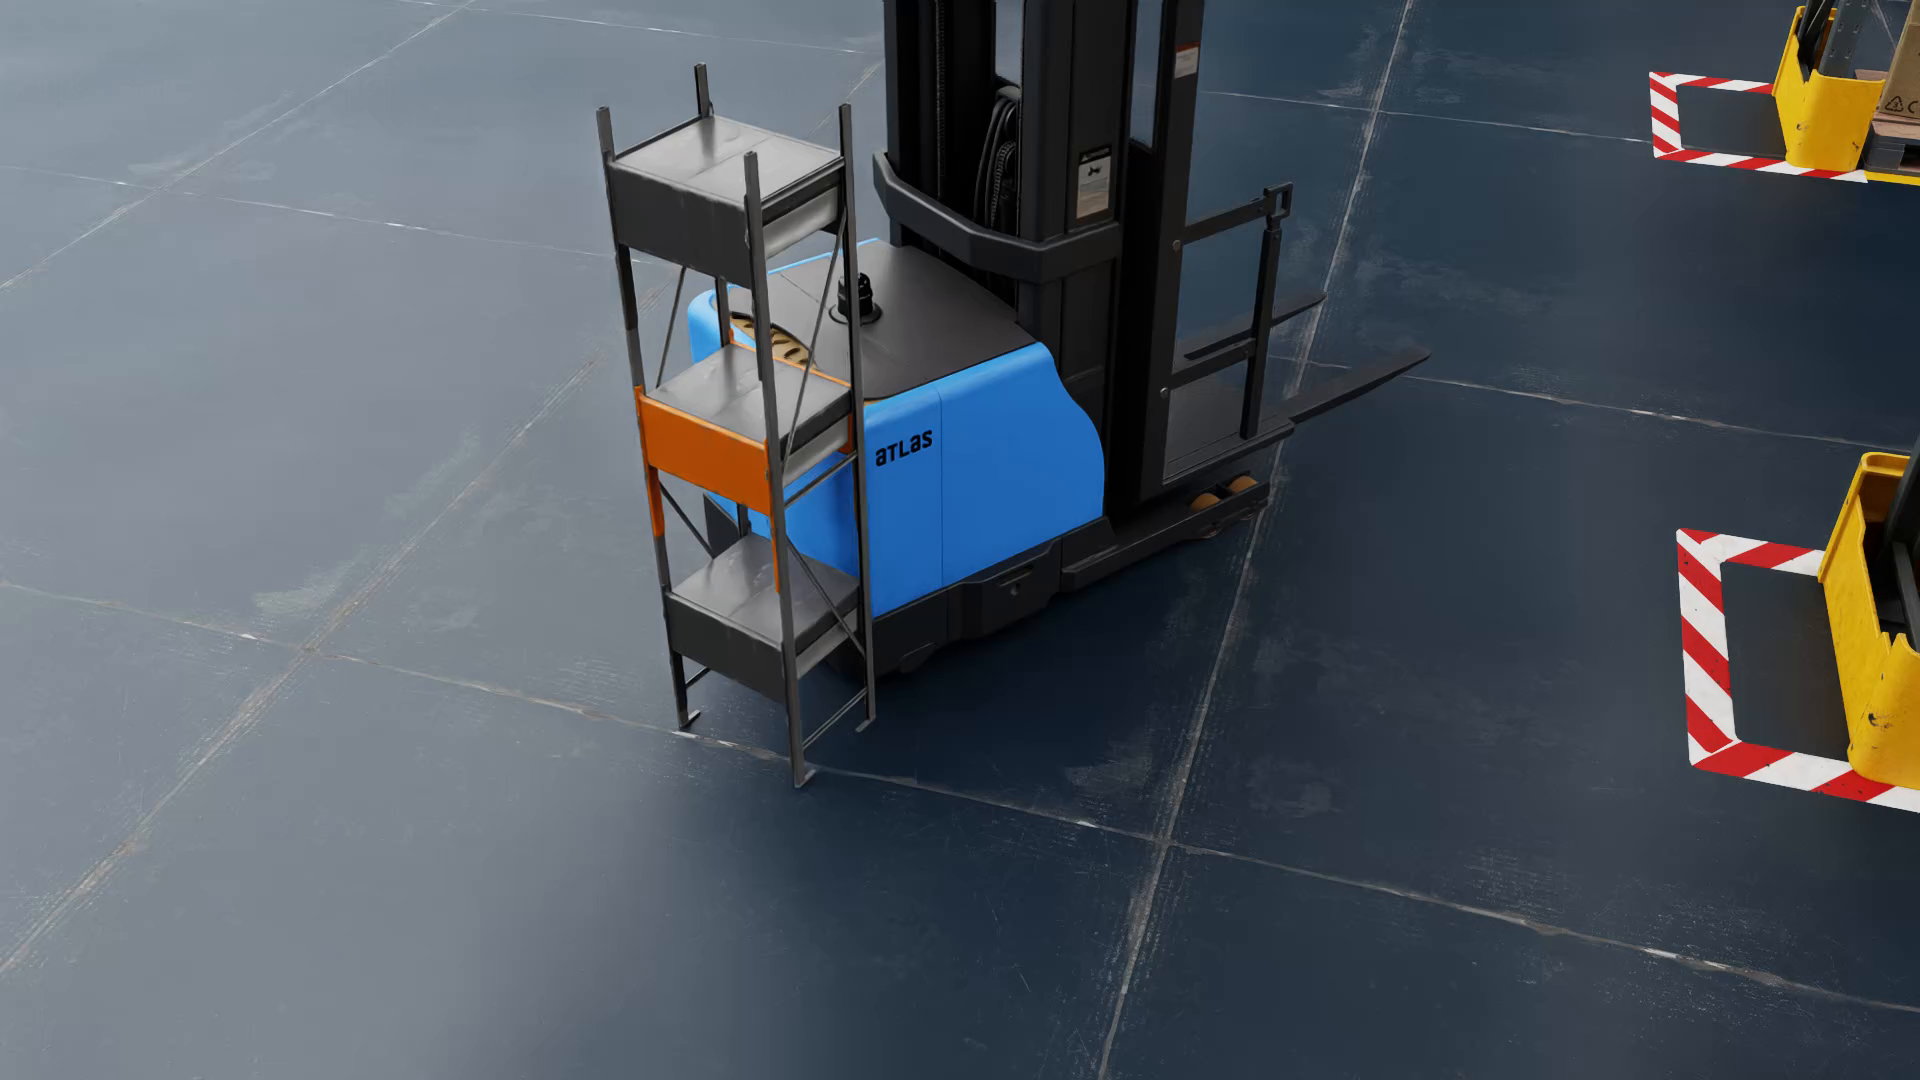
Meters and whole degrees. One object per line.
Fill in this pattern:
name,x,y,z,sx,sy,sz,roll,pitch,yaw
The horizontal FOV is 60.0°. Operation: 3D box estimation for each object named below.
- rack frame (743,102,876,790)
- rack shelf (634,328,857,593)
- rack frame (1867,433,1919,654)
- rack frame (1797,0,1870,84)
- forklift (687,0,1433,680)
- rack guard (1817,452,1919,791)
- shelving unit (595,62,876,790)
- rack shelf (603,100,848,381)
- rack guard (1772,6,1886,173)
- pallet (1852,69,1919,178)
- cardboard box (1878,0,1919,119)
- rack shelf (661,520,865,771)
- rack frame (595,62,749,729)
rack frame,-0.396,-0.166,4.704,0.015,2.100,0.400,22,42,27
rack shelf,-0.596,-0.237,4.824,0.480,0.518,0.431,22,42,27
rack frame,3.170,-0.758,4.749,0.127,3.000,1.000,10,38,14
rack frame,4.746,-3.546,8.538,0.127,3.000,1.000,10,38,14
forklift,0.562,-1.417,5.702,3.031,2.935,1.130,-24,42,-29
rack guard,3.148,0.245,5.496,0.348,0.500,1.175,10,38,14
shelving unit,-0.596,-0.248,4.816,0.503,2.100,0.431,22,42,27
rack shelf,-0.596,-0.801,4.409,0.480,0.518,0.431,22,42,27
rack guard,4.818,-2.526,9.260,0.348,0.500,1.175,10,38,14
pallet,5.583,-2.246,9.124,1.213,0.211,1.003,10,38,14
cardboard box,5.337,-2.589,8.991,0.500,0.500,0.500,18,40,22
rack shelf,-0.596,0.327,5.239,0.480,0.518,0.431,22,42,27
rack frame,-0.797,-0.331,4.928,0.015,2.100,0.400,22,42,27
